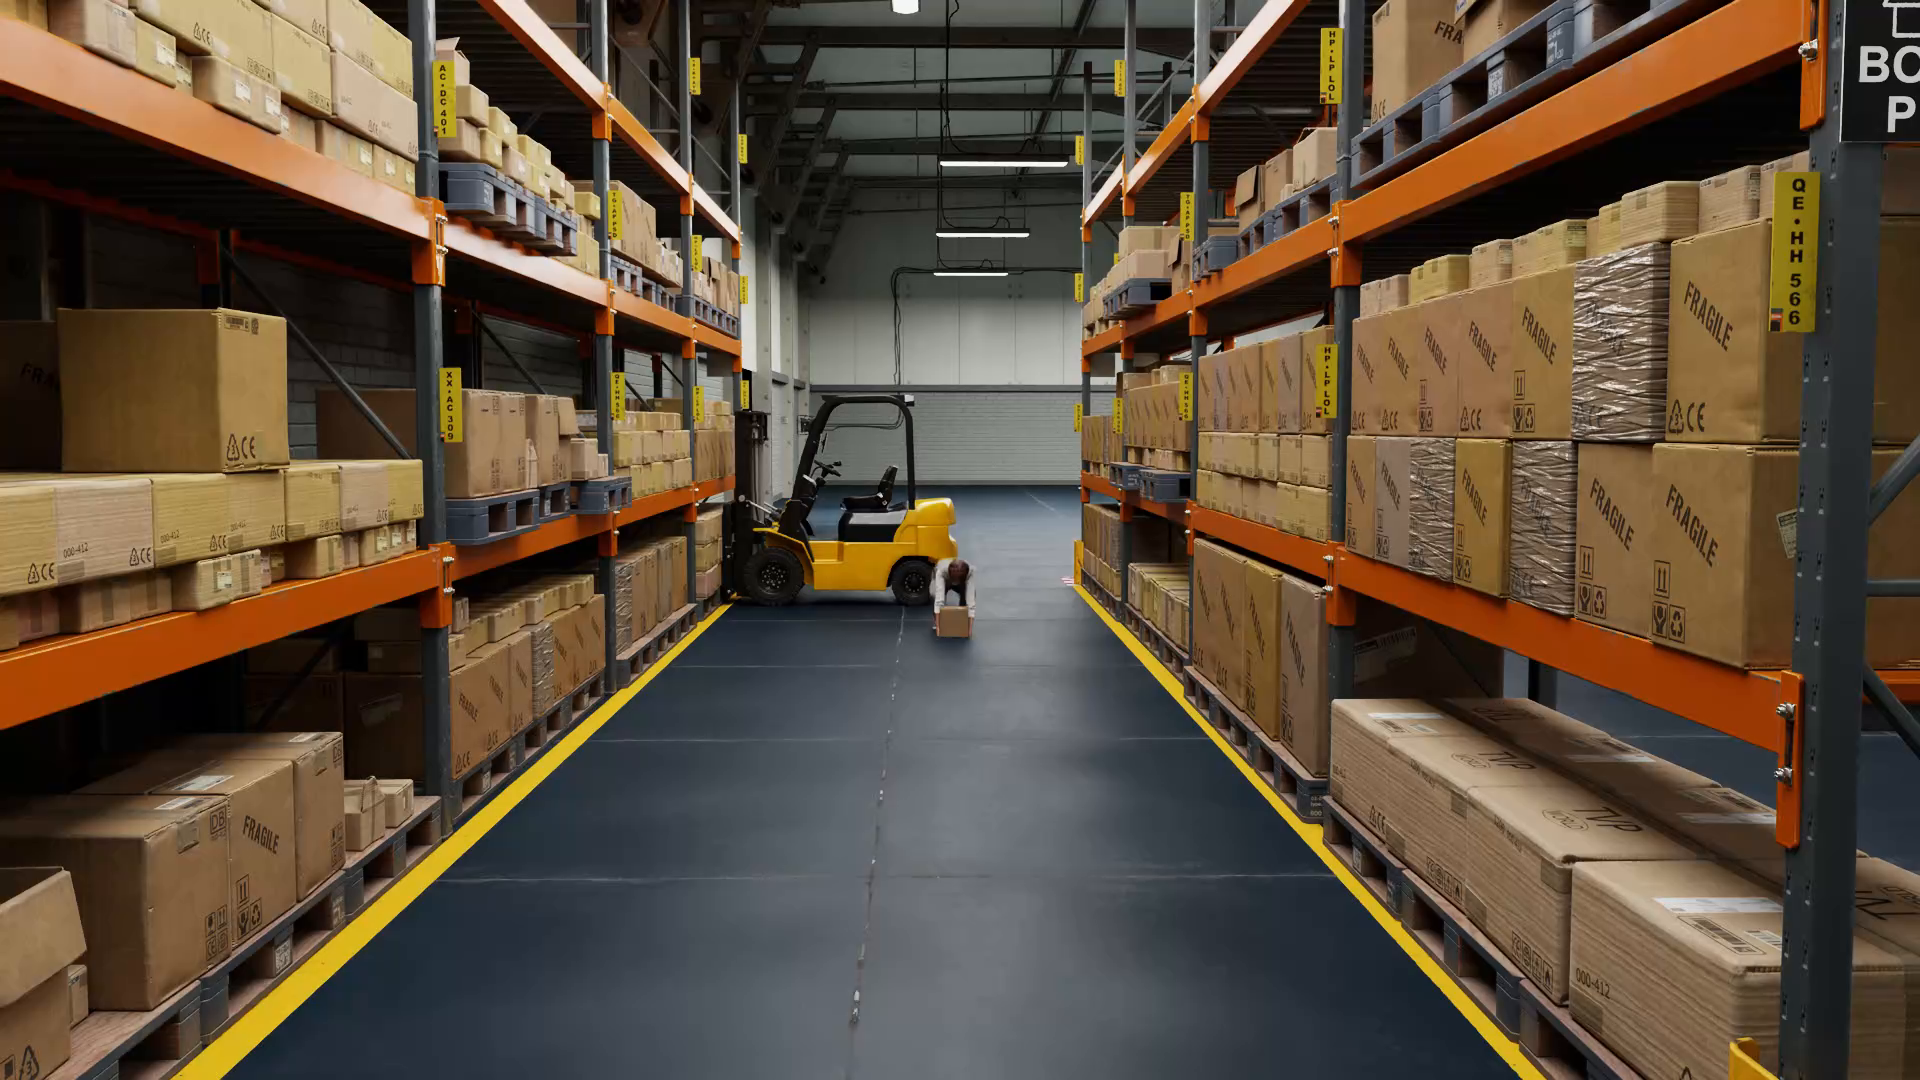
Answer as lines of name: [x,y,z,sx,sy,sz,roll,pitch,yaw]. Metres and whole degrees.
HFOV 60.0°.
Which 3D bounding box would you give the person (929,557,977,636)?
person: [-0.065,0.487,14.900,0.421,0.709,0.858,0,4,-3]
